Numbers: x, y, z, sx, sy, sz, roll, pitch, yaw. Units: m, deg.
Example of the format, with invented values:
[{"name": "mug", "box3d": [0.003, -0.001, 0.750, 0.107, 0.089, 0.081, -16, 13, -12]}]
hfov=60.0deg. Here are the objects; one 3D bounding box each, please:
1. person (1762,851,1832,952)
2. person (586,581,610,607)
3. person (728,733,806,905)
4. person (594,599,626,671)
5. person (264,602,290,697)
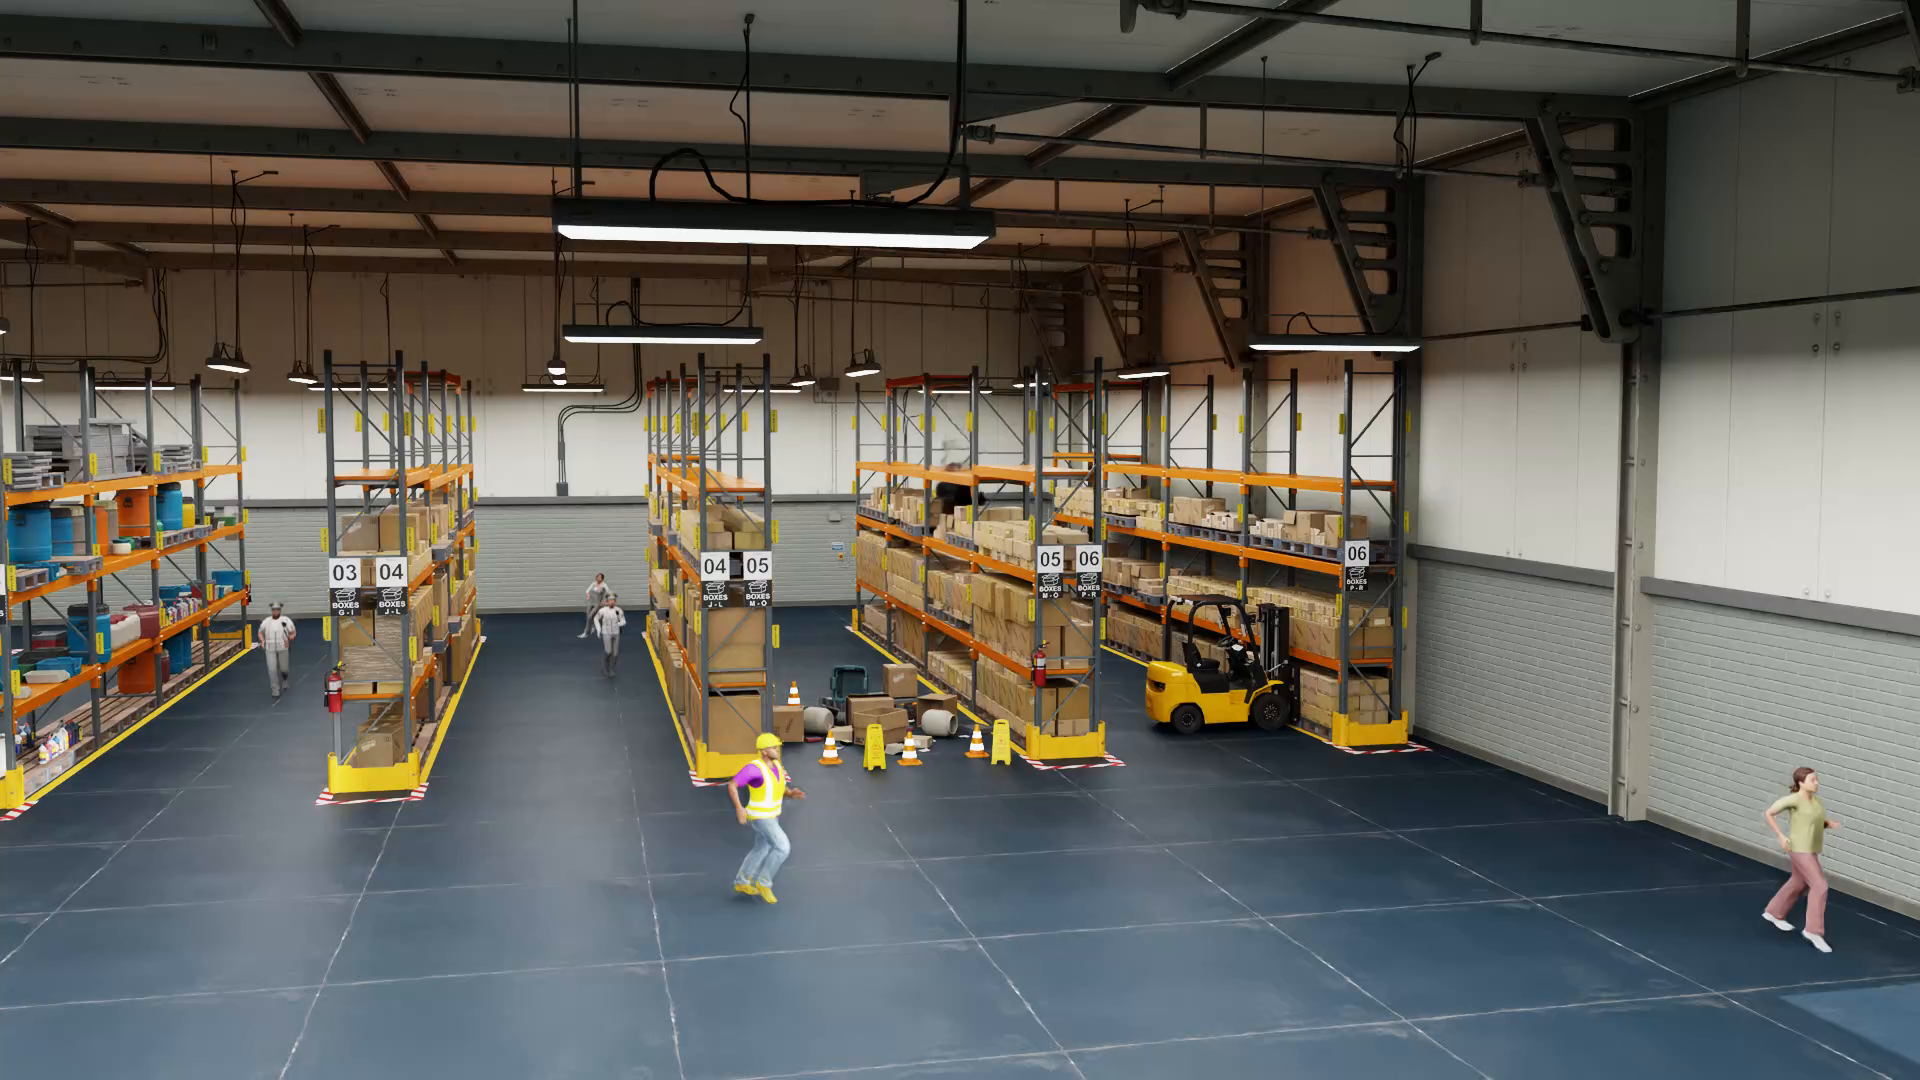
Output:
[{"name": "person", "box3d": [8.122, 3.375, 16.099, 0.354, 1.066, 0.745, -3, 5, -36]}, {"name": "person", "box3d": [-8.523, 1.277, 39.042, 0.609, 0.609, 0.312, 1, 4, 19]}, {"name": "person", "box3d": [-2.017, 2.915, 17.418, 0.801, 1.787, 0.671, 1, 4, 16]}, {"name": "person", "box3d": [-6.867, 1.853, 32.747, 0.583, 1.539, 0.630, -2, 4, -22]}, {"name": "person", "box3d": [-12.621, 1.996, 30.726, 0.440, 1.733, 0.645, -1, 4, -18]}]
